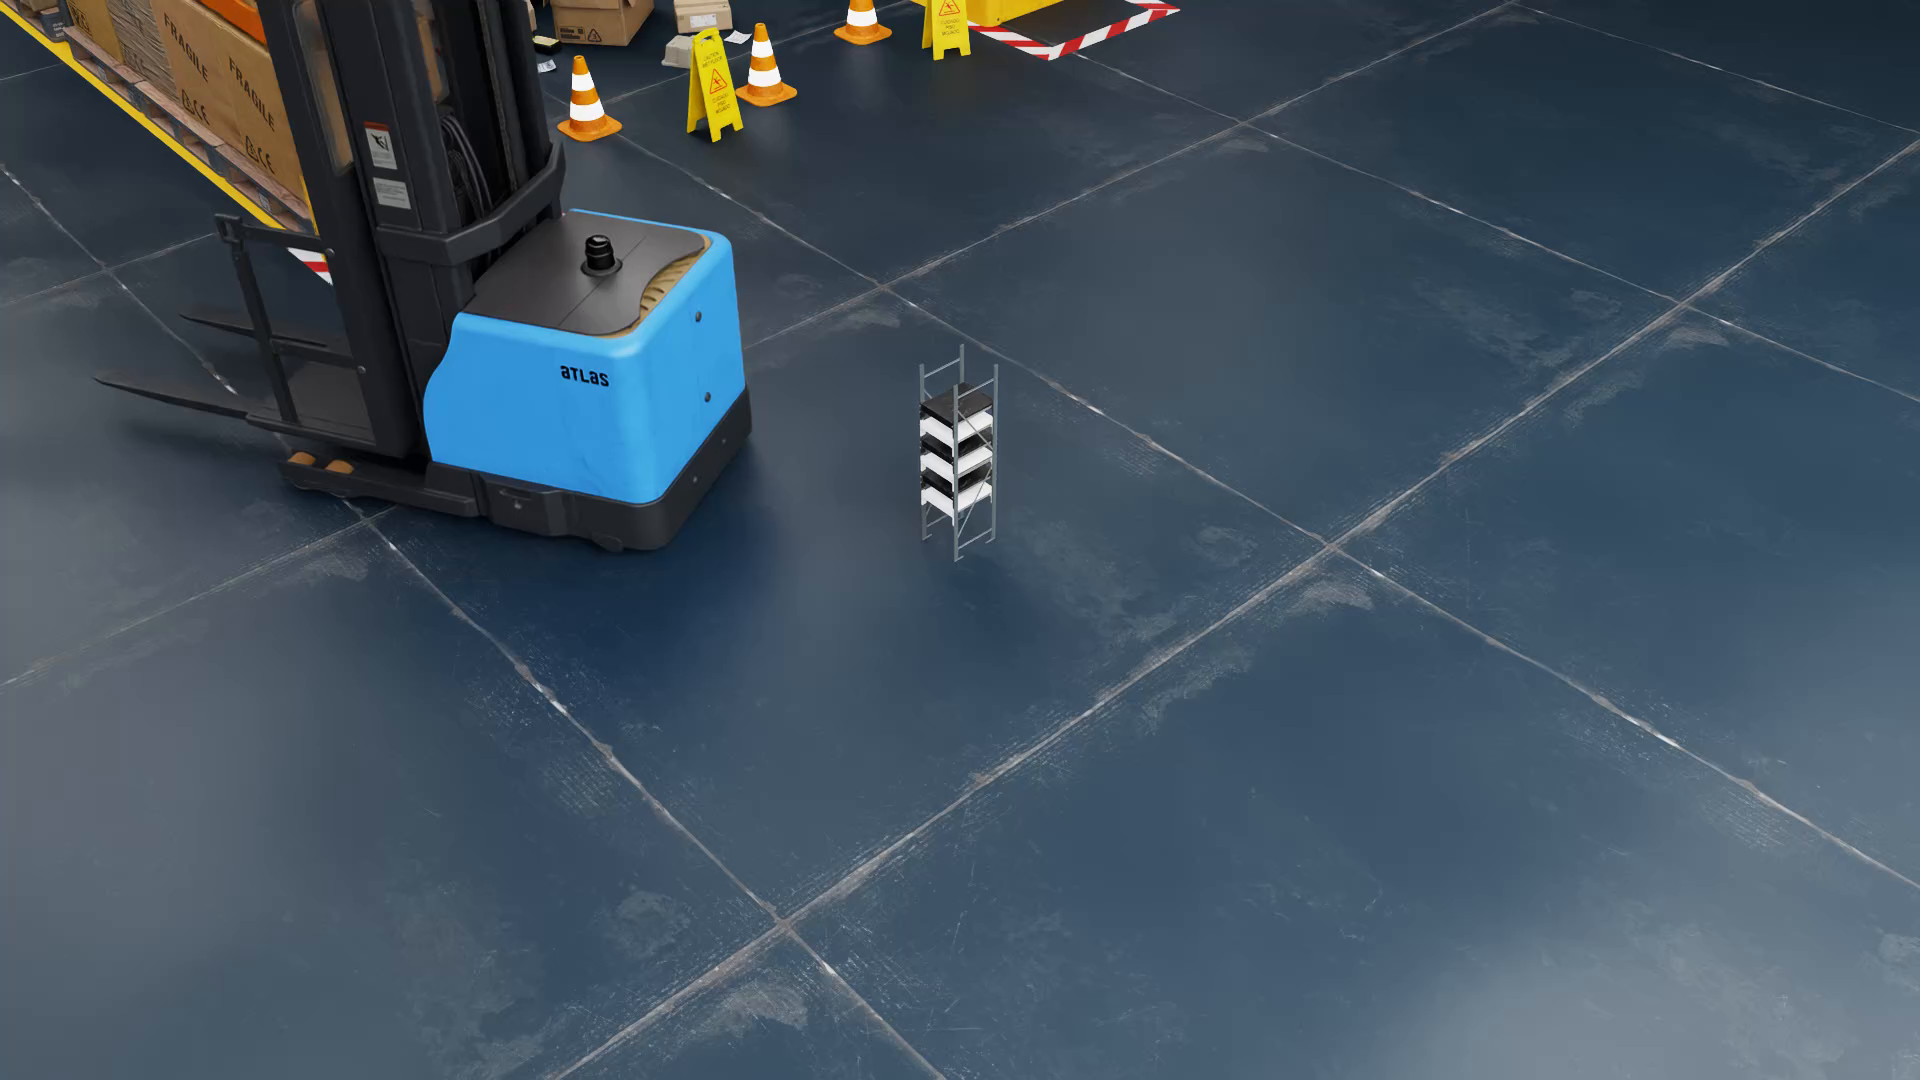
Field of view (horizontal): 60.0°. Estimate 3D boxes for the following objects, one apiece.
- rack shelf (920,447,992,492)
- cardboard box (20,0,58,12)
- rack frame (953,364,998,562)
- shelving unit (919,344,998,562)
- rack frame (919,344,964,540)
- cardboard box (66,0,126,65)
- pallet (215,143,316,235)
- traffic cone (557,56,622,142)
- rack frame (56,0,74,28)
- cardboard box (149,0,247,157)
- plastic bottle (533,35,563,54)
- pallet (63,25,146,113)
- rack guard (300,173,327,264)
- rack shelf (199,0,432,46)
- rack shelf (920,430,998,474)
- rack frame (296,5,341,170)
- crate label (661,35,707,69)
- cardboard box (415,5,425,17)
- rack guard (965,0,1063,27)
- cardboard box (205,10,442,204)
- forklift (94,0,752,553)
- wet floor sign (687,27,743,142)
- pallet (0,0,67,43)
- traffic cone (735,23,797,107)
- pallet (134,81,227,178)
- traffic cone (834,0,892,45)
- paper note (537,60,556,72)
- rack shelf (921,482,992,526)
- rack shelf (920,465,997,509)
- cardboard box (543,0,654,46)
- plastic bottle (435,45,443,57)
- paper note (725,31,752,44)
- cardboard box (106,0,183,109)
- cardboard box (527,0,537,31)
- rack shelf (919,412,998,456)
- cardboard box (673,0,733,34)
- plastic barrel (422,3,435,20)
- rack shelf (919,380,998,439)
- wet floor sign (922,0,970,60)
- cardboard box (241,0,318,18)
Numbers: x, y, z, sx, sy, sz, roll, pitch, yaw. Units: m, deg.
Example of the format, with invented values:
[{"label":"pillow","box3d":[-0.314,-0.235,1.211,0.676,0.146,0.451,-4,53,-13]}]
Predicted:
[{"label":"rack shelf","box3d":[-0.005,-0.328,6.993,0.258,0.077,0.200,-30,48,-32]},{"label":"cardboard box","box3d":[-6.206,-4.298,11.641,1.050,0.750,0.750,-30,48,-32]},{"label":"rack frame","box3d":[0.063,-0.307,6.914,0.240,0.900,0.006,-30,48,-32]},{"label":"shelving unit","box3d":[-0.005,-0.354,6.972,0.258,0.900,0.210,-30,48,-32]},{"label":"rack frame","box3d":[-0.074,-0.401,7.030,0.240,0.900,0.006,-30,48,-32]},{"label":"cardboard box","box3d":[-5.346,-3.777,10.896,0.875,0.875,0.875,-29,47,-31]},{"label":"pallet","box3d":[-3.613,-2.162,9.758,1.003,0.211,1.213,-30,48,-32]},{"label":"traffic cone","box3d":[-2.328,-2.772,10.314,0.336,0.463,0.334,-30,48,-32]},{"label":"rack frame","box3d":[-5.720,-4.761,10.757,1.000,3.000,0.127,-30,48,-32]},{"label":"cardboard box","box3d":[-4.119,-2.938,9.858,0.875,0.875,0.875,-31,48,-32]},{"label":"plastic bottle","box3d":[-2.884,-3.406,11.419,0.283,0.061,0.133,18,42,21]},{"label":"pallet","box3d":[-5.263,-3.291,11.157,1.003,0.211,1.213,-30,48,-32]},{"label":"rack guard","box3d":[-2.998,-1.926,9.237,1.175,0.500,0.348,-30,48,-32]},{"label":"rack shelf","box3d":[-4.367,-3.555,9.837,1.077,0.370,4.000,-30,48,-32]},{"label":"rack shelf","box3d":[-0.005,-0.398,6.936,0.258,0.077,0.200,-30,48,-32]},{"label":"rack frame","box3d":[-3.015,-2.910,8.465,1.000,3.000,0.127,-30,48,-32]},{"label":"crate label","box3d":[-1.843,-3.305,11.234,0.298,0.136,0.250,11,40,13]},{"label":"cardboard box","box3d":[-3.914,-3.507,11.192,0.500,0.500,0.500,-22,44,-25]},{"label":"rack guard","box3d":[0.512,-4.123,11.957,1.175,0.500,0.348,-30,48,-32]},{"label":"cardboard box","box3d":[-3.522,-2.532,9.355,0.875,0.875,0.875,-30,47,-32]},{"label":"forklift","box3d":[-2.546,-1.633,6.939,3.031,2.935,1.130,12,40,14]},{"label":"wet floor sign","box3d":[-1.537,-2.822,10.230,0.232,0.644,0.267,26,45,28]},{"label":"pallet","box3d":[-6.297,-4.001,12.036,1.003,0.211,1.213,-30,48,-32]},{"label":"traffic cone","box3d":[-1.266,-3.095,10.714,0.336,0.463,0.334,-30,48,-32]},{"label":"pallet","box3d":[-4.434,-2.726,10.457,1.003,0.211,1.213,-30,48,-32]},{"label":"traffic cone","box3d":[-0.678,-3.724,11.492,0.336,0.463,0.334,-30,48,-32]},{"label":"paper note","box3d":[-2.796,-3.182,11.167,0.144,0.017,0.142,-15,41,-17]},{"label":"rack shelf","box3d":[-0.005,-0.188,7.106,0.258,0.077,0.200,-30,48,-32]},{"label":"rack shelf","box3d":[-0.005,-0.258,7.049,0.258,0.077,0.200,-30,48,-32]},{"label":"cardboard box","box3d":[-2.490,-3.826,11.586,0.637,0.503,0.797,5,39,6]},{"label":"plastic bottle","box3d":[-3.454,-3.389,11.398,0.133,0.061,0.283,18,42,21]},{"label":"paper note","box3d":[-1.542,-3.496,11.555,0.142,0.019,0.148,18,42,21]},{"label":"cardboard box","box3d":[-4.734,-3.361,10.381,0.875,0.875,0.875,-30,47,-31]},{"label":"cardboard box","box3d":[-3.201,-3.684,11.601,0.396,0.266,0.258,-22,44,-25]},{"label":"rack shelf","box3d":[-0.005,-0.468,6.880,0.258,0.077,0.200,-30,48,-32]},{"label":"cardboard box","box3d":[-1.811,-3.699,11.711,0.380,0.149,0.250,-8,40,-10]},{"label":"plastic barrel","box3d":[-3.823,-3.885,11.724,0.512,0.421,0.421,-2,39,-2]},{"label":"rack shelf","box3d":[-0.005,-0.538,6.823,0.258,0.077,0.200,-30,48,-32]},{"label":"wet floor sign","box3d":[-0.097,-3.601,11.196,0.267,0.644,0.232,-15,41,-17]},{"label":"cardboard box","box3d":[-3.299,-3.120,8.607,0.875,0.550,0.550,-30,48,-32]}]
